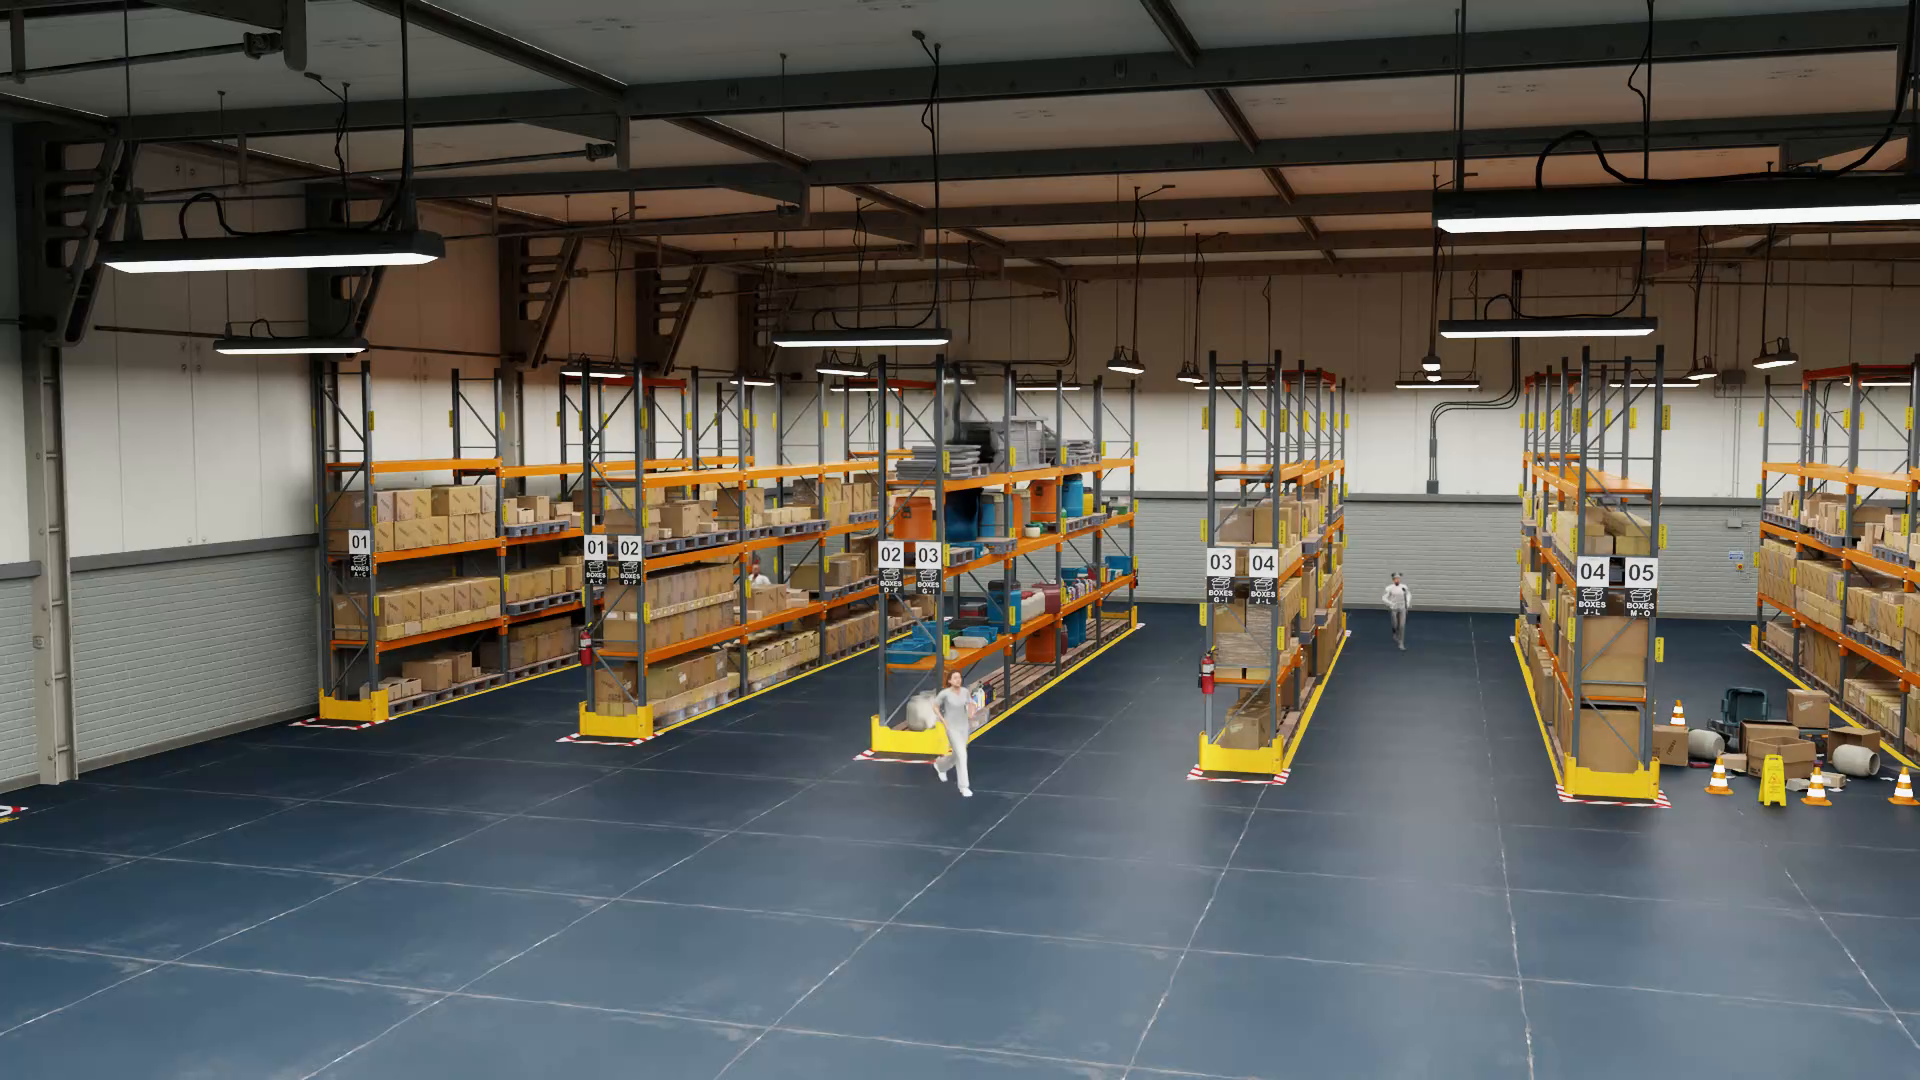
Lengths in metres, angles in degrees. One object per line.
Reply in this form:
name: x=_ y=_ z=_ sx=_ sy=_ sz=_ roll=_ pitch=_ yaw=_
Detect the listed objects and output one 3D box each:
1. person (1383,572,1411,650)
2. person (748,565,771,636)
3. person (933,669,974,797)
person: x=9.694 y=1.547 z=36.878 sx=0.630 sy=1.701 sz=0.856 roll=1 pitch=4 yaw=7
person: x=-4.556 y=1.493 z=37.604 sx=0.673 sy=1.722 sz=1.201 roll=1 pitch=4 yaw=17
person: x=-0.053 y=2.572 z=22.459 sx=0.561 sy=1.674 sz=0.810 roll=-3 pitch=5 yaw=-34
